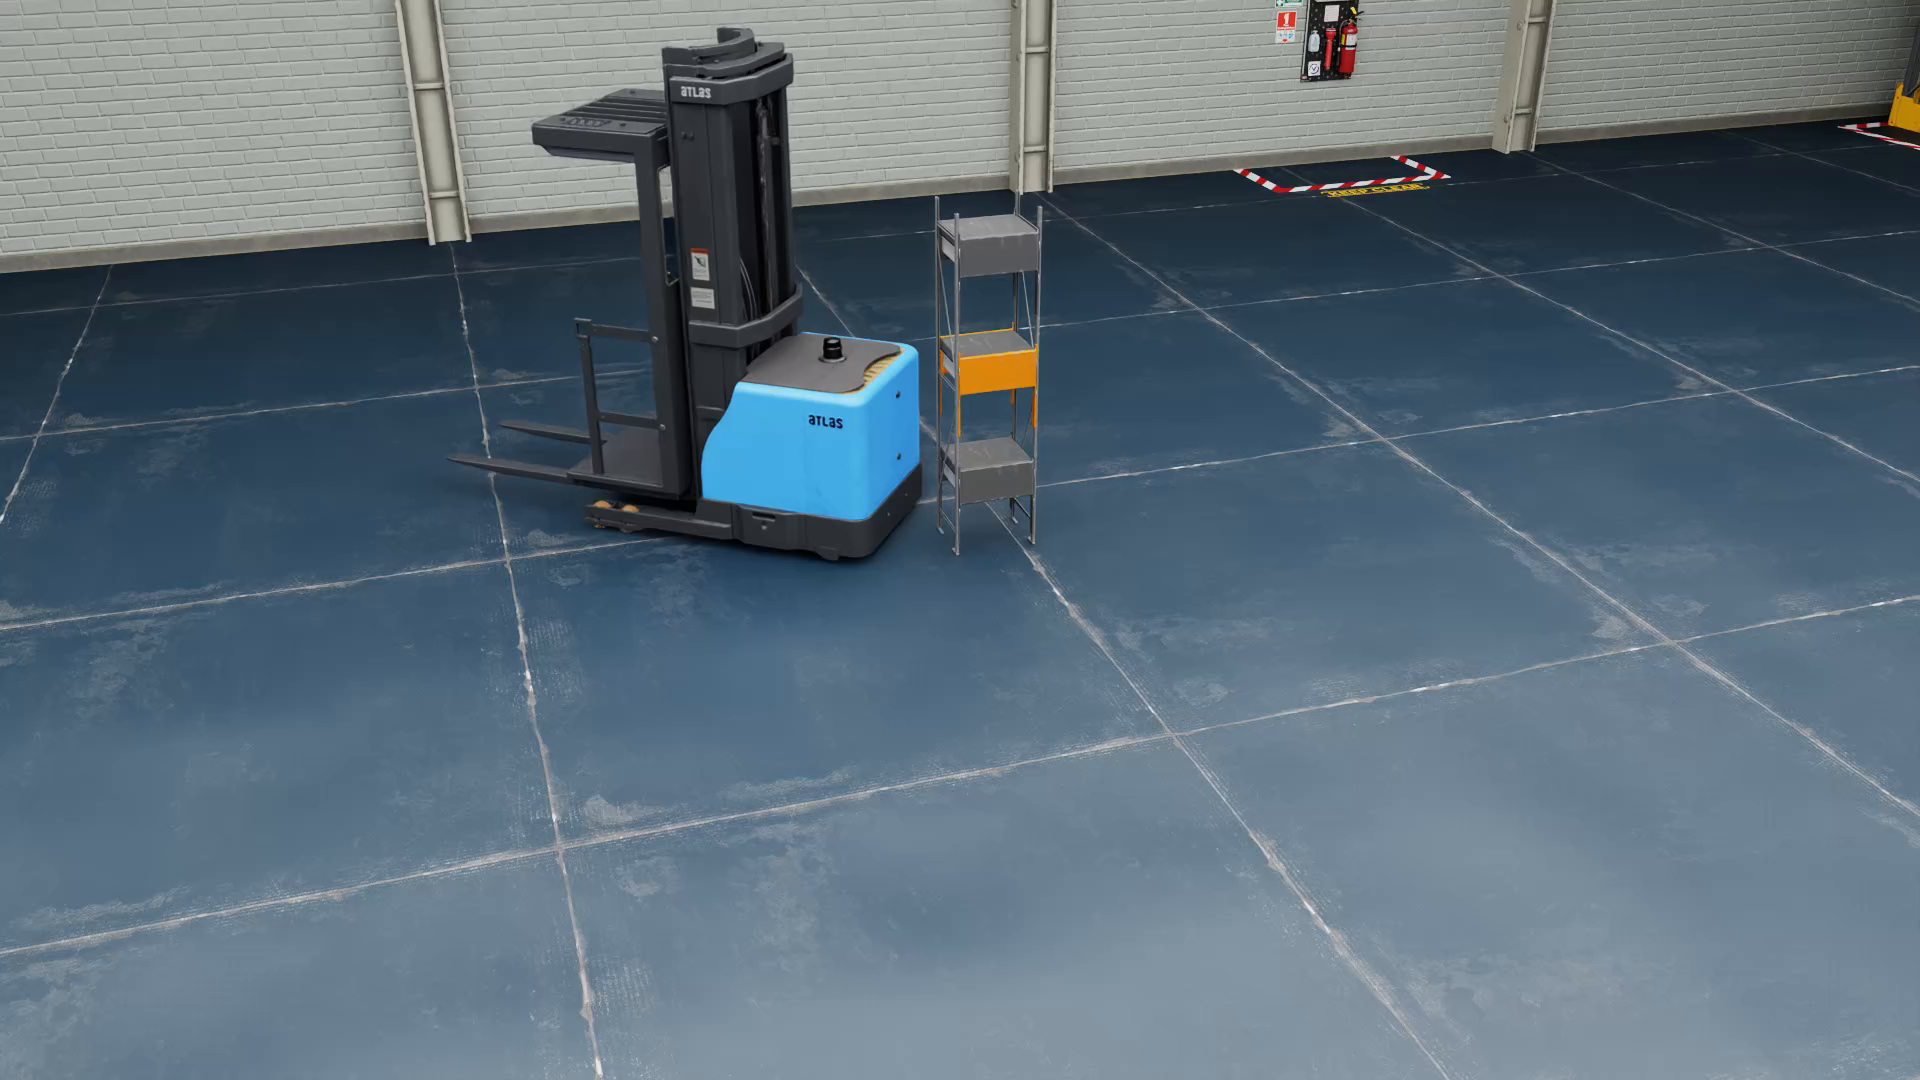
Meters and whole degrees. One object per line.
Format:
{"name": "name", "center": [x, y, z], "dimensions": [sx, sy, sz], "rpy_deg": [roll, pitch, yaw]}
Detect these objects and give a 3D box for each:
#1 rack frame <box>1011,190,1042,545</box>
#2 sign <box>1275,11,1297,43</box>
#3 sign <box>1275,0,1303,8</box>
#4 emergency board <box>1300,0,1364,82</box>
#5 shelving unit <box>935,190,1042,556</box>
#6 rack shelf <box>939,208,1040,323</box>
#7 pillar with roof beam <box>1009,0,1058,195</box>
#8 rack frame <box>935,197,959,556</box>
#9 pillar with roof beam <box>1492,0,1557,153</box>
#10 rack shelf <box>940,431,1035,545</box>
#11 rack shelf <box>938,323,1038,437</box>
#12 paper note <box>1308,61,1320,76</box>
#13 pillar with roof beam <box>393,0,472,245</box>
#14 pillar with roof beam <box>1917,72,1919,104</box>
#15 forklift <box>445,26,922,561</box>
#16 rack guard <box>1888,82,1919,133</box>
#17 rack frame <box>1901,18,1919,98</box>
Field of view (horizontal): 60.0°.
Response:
{"name": "rack frame", "center": [0.389, -0.997, 9.897], "dimensions": [0.015, 2.100, 0.400], "rpy_deg": [-8, 28, -16]}
{"name": "sign", "center": [3.542, -5.575, 18.067], "dimensions": [0.234, 0.329, 0.001], "rpy_deg": [-8, 28, -16]}
{"name": "sign", "center": [3.550, -5.810, 17.943], "dimensions": [0.331, 0.109, 0.001], "rpy_deg": [-8, 28, -16]}
{"name": "emergency board", "center": [4.100, -5.592, 18.141], "dimensions": [0.643, 1.169, 0.194], "rpy_deg": [-8, 28, -16]}
{"name": "shelving unit", "center": [0.157, -0.963, 9.829], "dimensions": [0.503, 2.100, 0.431], "rpy_deg": [-8, 28, -16]}
{"name": "rack shelf", "center": [0.157, -1.578, 9.524], "dimensions": [0.480, 0.518, 0.431], "rpy_deg": [-8, 28, -16]}
{"name": "pillar with roof beam", "center": [2.090, -5.957, 12.129], "dimensions": [0.400, 9.000, 9.100], "rpy_deg": [-8, 28, -16]}
{"name": "rack frame", "center": [-0.075, -0.930, 9.761], "dimensions": [0.015, 2.100, 0.400], "rpy_deg": [-8, 28, -16]}
{"name": "pillar with roof beam", "center": [7.795, -6.783, 13.793], "dimensions": [0.400, 9.000, 9.100], "rpy_deg": [-8, 28, -16]}
{"name": "rack shelf", "center": [0.157, -0.324, 10.146], "dimensions": [0.480, 0.518, 0.431], "rpy_deg": [-8, 28, -16]}
{"name": "rack shelf", "center": [0.157, -0.951, 9.835], "dimensions": [0.480, 0.518, 0.431], "rpy_deg": [-8, 28, -16]}
{"name": "paper note", "center": [3.910, -5.202, 18.346], "dimensions": [0.142, 0.148, 0.016], "rpy_deg": [-8, 28, -16]}
{"name": "pillar with roof beam", "center": [-3.615, -5.131, 10.465], "dimensions": [0.400, 9.000, 9.100], "rpy_deg": [-8, 28, -16]}
{"name": "pillar with roof beam", "center": [13.500, -7.609, 15.457], "dimensions": [0.400, 9.000, 9.100], "rpy_deg": [-8, 28, -16]}
{"name": "forklift", "center": [-1.816, -1.570, 10.115], "dimensions": [3.031, 2.935, 1.130], "rpy_deg": [9, 28, 17]}
{"name": "rack guard", "center": [11.841, -5.171, 20.104], "dimensions": [0.348, 0.500, 1.175], "rpy_deg": [-8, 28, -16]}
{"name": "rack frame", "center": [11.769, -6.280, 19.527], "dimensions": [0.127, 3.000, 1.000], "rpy_deg": [-8, 28, -16]}
